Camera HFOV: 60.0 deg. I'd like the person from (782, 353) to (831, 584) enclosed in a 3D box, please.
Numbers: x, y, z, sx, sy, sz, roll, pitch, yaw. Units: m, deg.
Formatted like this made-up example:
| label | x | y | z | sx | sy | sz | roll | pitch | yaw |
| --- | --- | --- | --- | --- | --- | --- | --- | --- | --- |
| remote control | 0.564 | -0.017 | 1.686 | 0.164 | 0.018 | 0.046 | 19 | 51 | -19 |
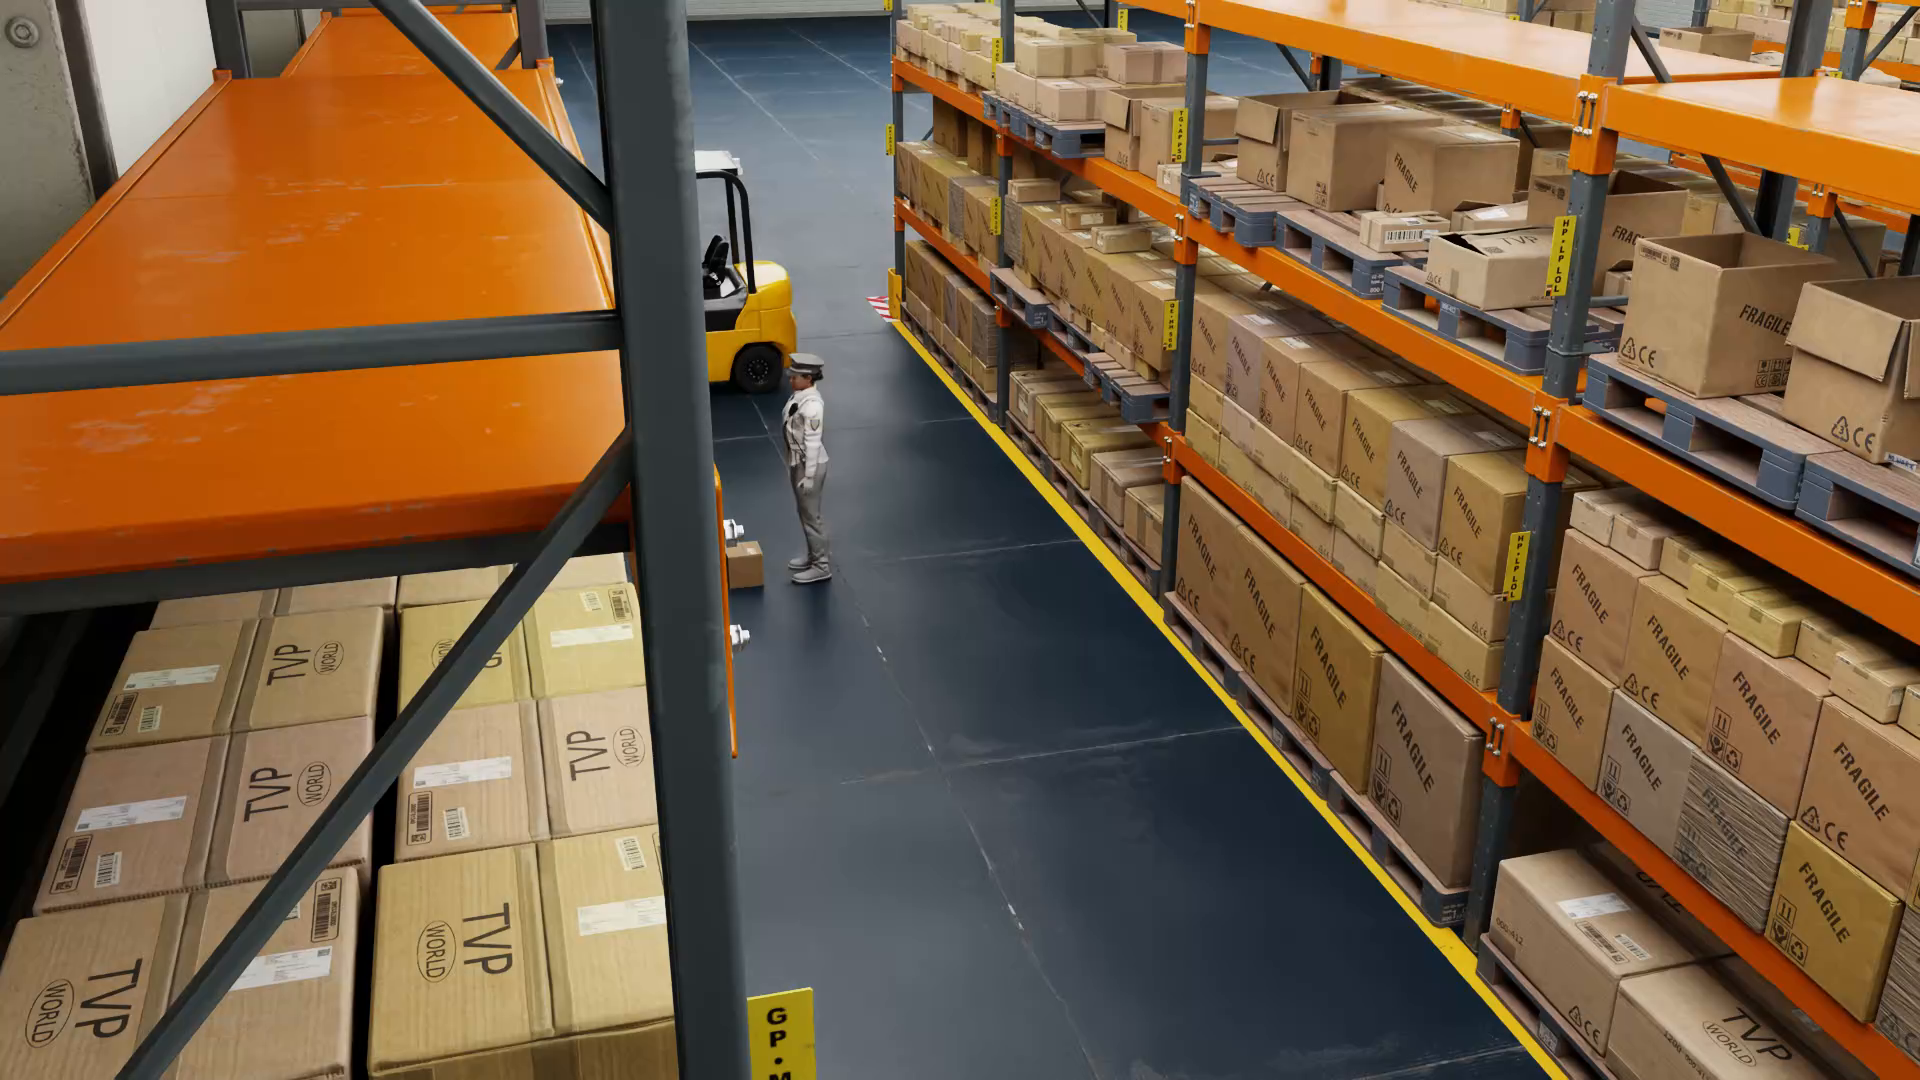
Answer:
| label | x | y | z | sx | sy | sz | roll | pitch | yaw |
| --- | --- | --- | --- | --- | --- | --- | --- | --- | --- |
| person | -1.104 | -0.518 | 11.842 | 0.331 | 1.675 | 0.468 | -6 | 24 | -13 |
